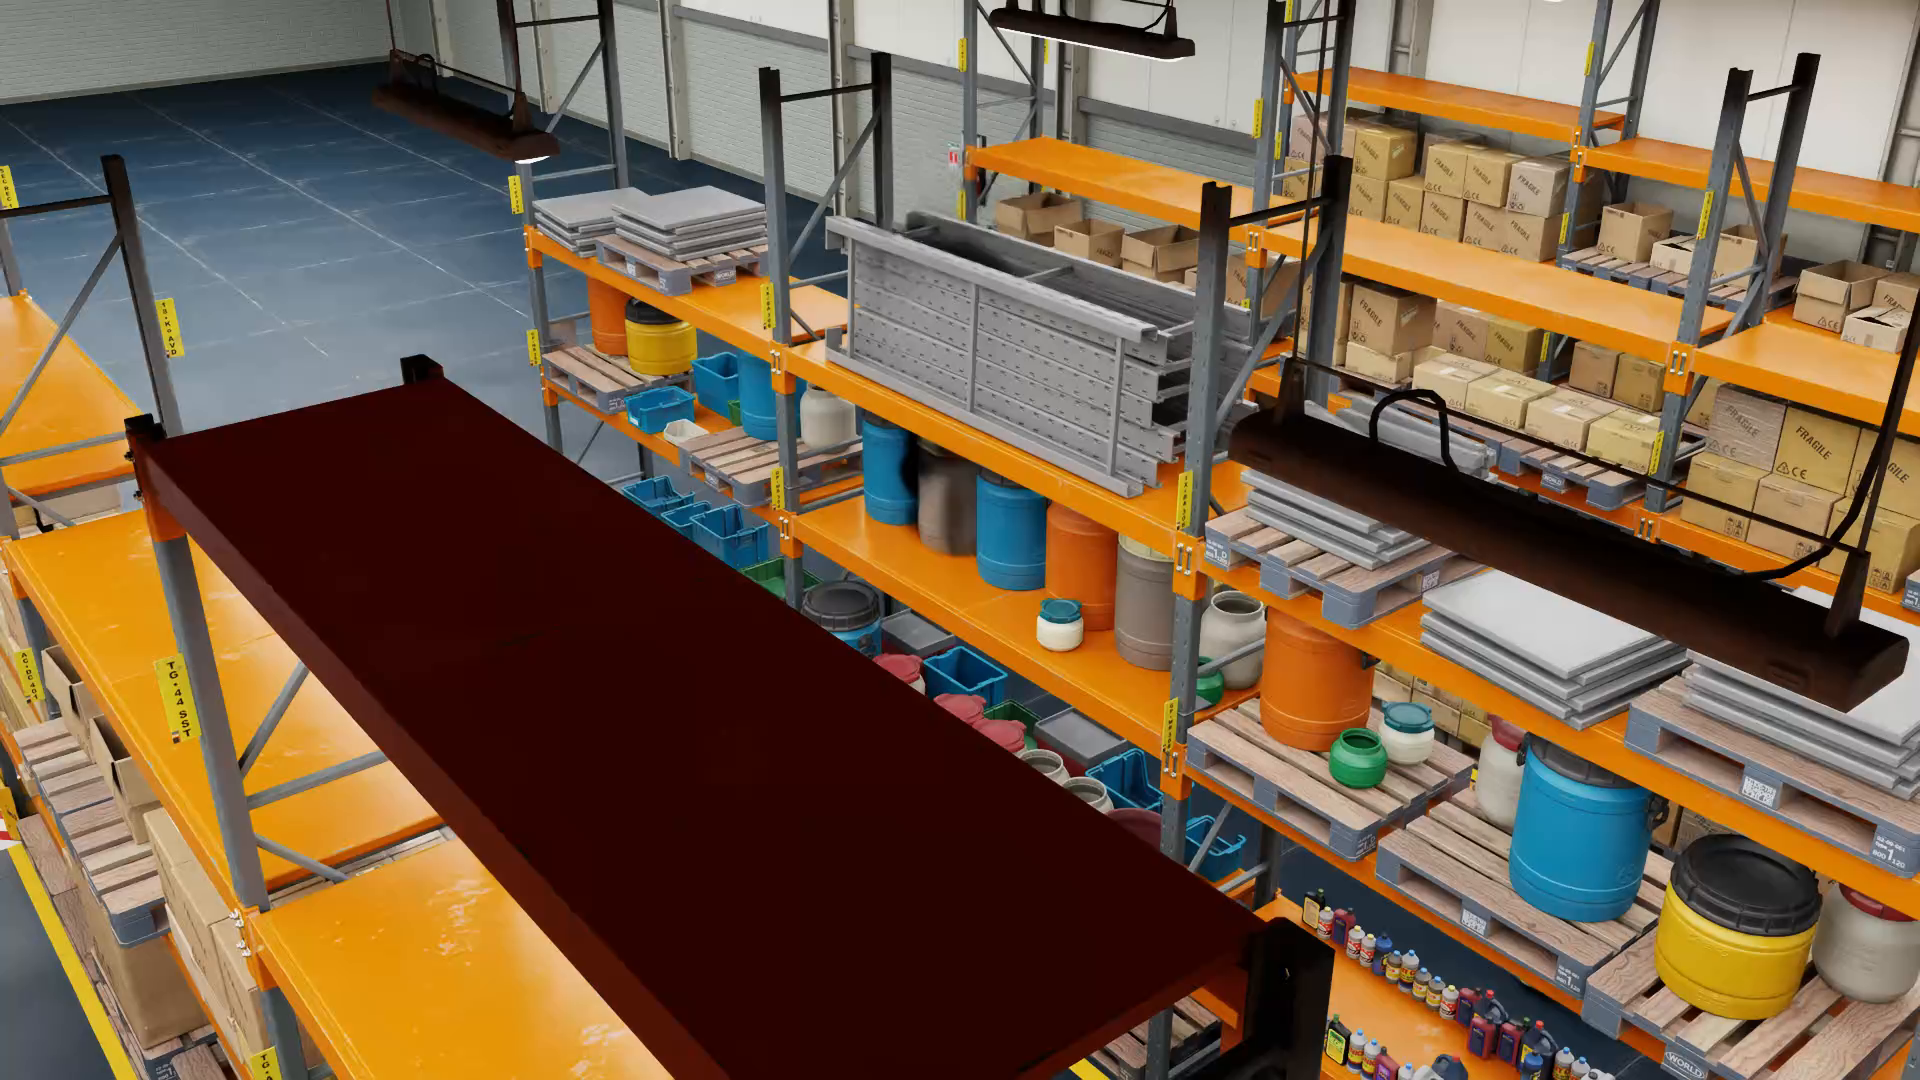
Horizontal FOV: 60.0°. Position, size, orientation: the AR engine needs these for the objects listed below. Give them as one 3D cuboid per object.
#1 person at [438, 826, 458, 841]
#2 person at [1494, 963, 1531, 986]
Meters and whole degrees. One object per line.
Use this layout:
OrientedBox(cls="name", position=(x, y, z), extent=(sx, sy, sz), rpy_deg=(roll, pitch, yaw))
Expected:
OrientedBox(cls="person", position=(-3.932, 1.733, 12.023), extent=(0.601, 1.737, 0.664), rpy_deg=(22, 33, 37))
OrientedBox(cls="person", position=(3.934, 2.358, 11.495), extent=(0.557, 1.711, 0.659), rpy_deg=(-23, 34, -39))
